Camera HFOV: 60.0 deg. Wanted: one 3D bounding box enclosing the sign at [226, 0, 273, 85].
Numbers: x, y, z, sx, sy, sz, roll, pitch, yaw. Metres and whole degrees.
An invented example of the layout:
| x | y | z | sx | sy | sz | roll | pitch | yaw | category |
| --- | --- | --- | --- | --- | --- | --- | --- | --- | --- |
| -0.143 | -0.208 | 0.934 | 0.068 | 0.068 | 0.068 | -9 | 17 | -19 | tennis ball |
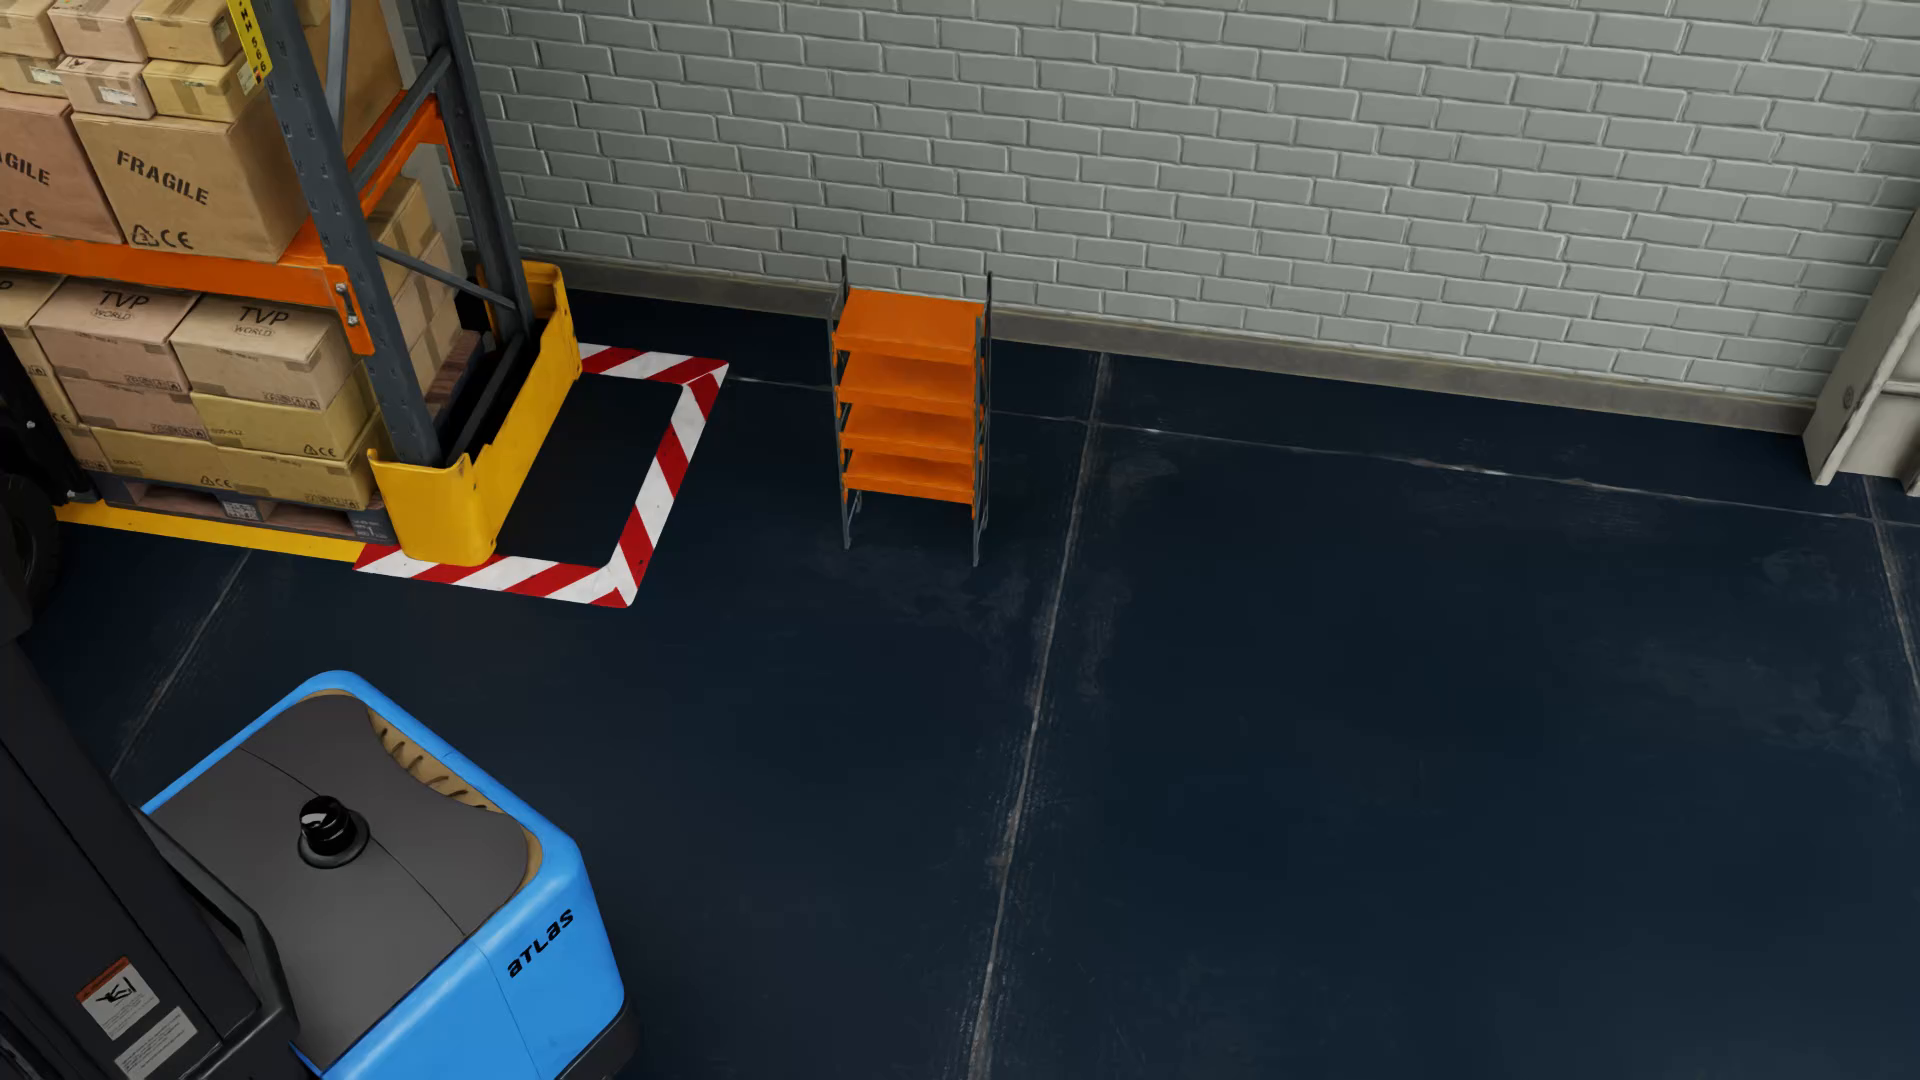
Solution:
| x | y | z | sx | sy | sz | roll | pitch | yaw | category |
| --- | --- | --- | --- | --- | --- | --- | --- | --- | --- |
| -1.959 | -1.419 | 4.571 | 0.005 | 0.325 | 0.100 | 8 | 49 | 7 | sign |

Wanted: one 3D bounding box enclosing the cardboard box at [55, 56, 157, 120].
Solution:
| x | y | z | sx | sy | sz | roll | pitch | yaw | category |
| --- | --- | --- | --- | --- | --- | --- | --- | --- | --- |
| -2.497 | -1.451 | 5.034 | 0.250 | 0.149 | 0.380 | 8 | 49 | 7 | cardboard box |

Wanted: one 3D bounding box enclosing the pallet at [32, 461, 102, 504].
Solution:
| x | y | z | sx | sy | sz | roll | pitch | yaw | category |
| --- | --- | --- | --- | --- | --- | --- | --- | --- | --- |
| -3.806 | -0.650 | 6.692 | 1.213 | 0.211 | 1.003 | 8 | 49 | 7 | pallet |

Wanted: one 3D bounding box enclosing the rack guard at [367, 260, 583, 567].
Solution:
| x | y | z | sx | sy | sz | roll | pitch | yaw | category |
| --- | --- | --- | --- | --- | --- | --- | --- | --- | --- |
| -1.825 | -0.510 | 6.372 | 0.348 | 0.500 | 1.175 | 8 | 49 | 7 | rack guard |

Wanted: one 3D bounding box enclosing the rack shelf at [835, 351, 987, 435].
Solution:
| x | y | z | sx | sy | sz | roll | pitch | yaw | category |
| --- | --- | --- | --- | --- | --- | --- | --- | --- | --- |
| -0.163 | -0.527 | 5.707 | 0.480 | 0.148 | 0.258 | 8 | 49 | 7 | rack shelf |

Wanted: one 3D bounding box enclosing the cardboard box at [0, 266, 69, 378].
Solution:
| x | y | z | sx | sy | sz | roll | pitch | yaw | category |
| --- | --- | --- | --- | --- | --- | --- | --- | --- | --- |
| -3.360 | -0.859 | 5.899 | 0.500 | 0.250 | 0.500 | 8 | 49 | 7 | cardboard box |

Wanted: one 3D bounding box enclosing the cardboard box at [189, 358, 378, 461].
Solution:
| x | y | z | sx | sy | sz | roll | pitch | yaw | category |
| --- | --- | --- | --- | --- | --- | --- | --- | --- | --- |
| -2.384 | -0.572 | 5.978 | 0.500 | 0.250 | 0.500 | 7 | 48 | 6 | cardboard box |

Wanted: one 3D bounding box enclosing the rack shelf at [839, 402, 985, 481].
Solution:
| x | y | z | sx | sy | sz | roll | pitch | yaw | category |
| --- | --- | --- | --- | --- | --- | --- | --- | --- | --- |
| -0.163 | -0.378 | 5.873 | 0.480 | 0.148 | 0.258 | 8 | 49 | 7 | rack shelf |

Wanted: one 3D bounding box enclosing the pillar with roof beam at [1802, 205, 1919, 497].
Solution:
| x | y | z | sx | sy | sz | roll | pitch | yaw | category |
| --- | --- | --- | --- | --- | --- | --- | --- | --- | --- |
| 2.765 | -0.160 | 0.344 | 0.400 | 9.000 | 9.100 | 8 | 49 | 7 | pillar with roof beam |

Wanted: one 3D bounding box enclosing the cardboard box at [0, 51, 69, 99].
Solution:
| x | y | z | sx | sy | sz | roll | pitch | yaw | category |
| --- | --- | --- | --- | --- | --- | --- | --- | --- | --- |
| -2.741 | -1.531 | 5.105 | 0.250 | 0.149 | 0.380 | 8 | 49 | 8 | cardboard box |

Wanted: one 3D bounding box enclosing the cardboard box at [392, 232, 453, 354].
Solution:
| x | y | z | sx | sy | sz | roll | pitch | yaw | category |
| --- | --- | --- | --- | --- | --- | --- | --- | --- | --- |
| -2.275 | -0.951 | 6.318 | 0.500 | 0.250 | 0.500 | 8 | 49 | 8 | cardboard box |

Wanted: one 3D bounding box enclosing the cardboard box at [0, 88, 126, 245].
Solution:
| x | y | z | sx | sy | sz | roll | pitch | yaw | category |
| --- | --- | --- | --- | --- | --- | --- | --- | --- | --- |
| -2.889 | -1.330 | 5.361 | 0.500 | 0.500 | 0.500 | 9 | 49 | 8 | cardboard box |

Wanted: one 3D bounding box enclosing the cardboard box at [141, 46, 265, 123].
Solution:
| x | y | z | sx | sy | sz | roll | pitch | yaw | category |
| --- | --- | --- | --- | --- | --- | --- | --- | --- | --- |
| -2.240 | -1.439 | 5.023 | 0.250 | 0.149 | 0.380 | 8 | 49 | 7 | cardboard box |

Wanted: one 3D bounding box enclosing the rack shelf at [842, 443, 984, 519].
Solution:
| x | y | z | sx | sy | sz | roll | pitch | yaw | category |
| --- | --- | --- | --- | --- | --- | --- | --- | --- | --- |
| -0.163 | -0.245 | 6.021 | 0.480 | 0.148 | 0.258 | 8 | 49 | 7 | rack shelf |

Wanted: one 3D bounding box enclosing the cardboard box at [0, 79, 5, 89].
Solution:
| x | y | z | sx | sy | sz | roll | pitch | yaw | category |
| --- | --- | --- | --- | --- | --- | --- | --- | --- | --- |
| -2.983 | -1.572 | 5.142 | 0.250 | 0.149 | 0.380 | 7 | 48 | 7 | cardboard box |

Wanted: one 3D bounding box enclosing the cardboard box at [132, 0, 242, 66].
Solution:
| x | y | z | sx | sy | sz | roll | pitch | yaw | category |
| --- | --- | --- | --- | --- | --- | --- | --- | --- | --- |
| -2.239 | -1.591 | 4.960 | 0.250 | 0.149 | 0.380 | 8 | 49 | 7 | cardboard box |

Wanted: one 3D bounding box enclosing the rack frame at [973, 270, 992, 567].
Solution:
| x | y | z | sx | sy | sz | roll | pitch | yaw | category |
| --- | --- | --- | --- | --- | --- | --- | --- | --- | --- |
| 0.077 | -0.391 | 5.794 | 0.015 | 1.200 | 0.240 | 8 | 49 | 7 | rack frame |

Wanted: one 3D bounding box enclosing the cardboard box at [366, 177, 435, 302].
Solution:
| x | y | z | sx | sy | sz | roll | pitch | yaw | category |
| --- | --- | --- | --- | --- | --- | --- | --- | --- | --- |
| -2.288 | -1.106 | 6.121 | 0.500 | 0.250 | 0.500 | 7 | 48 | 6 | cardboard box |

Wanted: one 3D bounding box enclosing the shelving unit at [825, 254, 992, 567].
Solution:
| x | y | z | sx | sy | sz | roll | pitch | yaw | category |
| --- | --- | --- | --- | --- | --- | --- | --- | --- | --- |
| -0.163 | -0.423 | 5.823 | 0.503 | 1.200 | 0.258 | 8 | 49 | 7 | shelving unit |

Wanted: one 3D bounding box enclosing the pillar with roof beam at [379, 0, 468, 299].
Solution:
| x | y | z | sx | sy | sz | roll | pitch | yaw | category |
| --- | --- | --- | --- | --- | --- | --- | --- | --- | --- |
| -3.140 | -0.954 | 1.058 | 0.400 | 9.000 | 9.100 | 8 | 49 | 7 | pillar with roof beam |

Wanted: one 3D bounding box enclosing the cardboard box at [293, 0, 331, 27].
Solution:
| x | y | z | sx | sy | sz | roll | pitch | yaw | category |
| --- | --- | --- | --- | --- | --- | --- | --- | --- | --- |
| -2.137 | -1.833 | 5.377 | 0.250 | 0.149 | 0.380 | 7 | 48 | 6 | cardboard box |

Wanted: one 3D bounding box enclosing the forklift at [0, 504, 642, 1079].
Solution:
| x | y | z | sx | sy | sz | roll | pitch | yaw | category |
| --- | --- | --- | --- | --- | --- | --- | --- | --- | --- |
| -2.229 | 1.152 | 3.245 | 1.130 | 2.935 | 3.031 | 30 | 55 | 24 | forklift |

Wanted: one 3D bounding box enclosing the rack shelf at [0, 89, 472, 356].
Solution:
| x | y | z | sx | sy | sz | roll | pitch | yaw | category |
| --- | --- | --- | --- | --- | --- | --- | --- | --- | --- |
| -3.817 | -1.372 | 5.950 | 4.000 | 0.370 | 1.077 | 8 | 49 | 7 | rack shelf |

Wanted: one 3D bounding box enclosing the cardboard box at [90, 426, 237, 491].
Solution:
| x | y | z | sx | sy | sz | roll | pitch | yaw | category |
| --- | --- | --- | --- | --- | --- | --- | --- | --- | --- |
| -2.855 | -0.473 | 6.225 | 0.500 | 0.250 | 0.500 | 8 | 49 | 7 | cardboard box |

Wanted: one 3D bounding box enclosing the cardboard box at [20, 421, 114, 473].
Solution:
| x | y | z | sx | sy | sz | roll | pitch | yaw | category |
| --- | --- | --- | --- | --- | --- | --- | --- | --- | --- |
| -3.346 | -0.546 | 6.290 | 0.500 | 0.250 | 0.500 | 8 | 49 | 7 | cardboard box |

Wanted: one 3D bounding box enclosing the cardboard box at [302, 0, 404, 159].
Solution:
| x | y | z | sx | sy | sz | roll | pitch | yaw | category |
| --- | --- | --- | --- | --- | --- | --- | --- | --- | --- |
| -2.287 | -1.651 | 5.649 | 0.500 | 0.500 | 0.500 | 9 | 49 | 8 | cardboard box |

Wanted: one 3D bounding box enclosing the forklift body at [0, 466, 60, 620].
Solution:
| x | y | z | sx | sy | sz | roll | pitch | yaw | category |
| --- | --- | --- | --- | --- | --- | --- | --- | --- | --- |
| -4.040 | 0.020 | 4.786 | 1.214 | 2.155 | 2.313 | 8 | 49 | 7 | forklift body |

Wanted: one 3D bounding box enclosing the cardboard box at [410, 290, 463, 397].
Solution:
| x | y | z | sx | sy | sz | roll | pitch | yaw | category |
| --- | --- | --- | --- | --- | --- | --- | --- | --- | --- |
| -2.298 | -0.778 | 6.499 | 0.500 | 0.250 | 0.500 | 8 | 49 | 7 | cardboard box |

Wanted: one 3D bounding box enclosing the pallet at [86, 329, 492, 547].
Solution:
| x | y | z | sx | sy | sz | roll | pitch | yaw | category |
| --- | --- | --- | --- | --- | --- | --- | --- | --- | --- |
| -2.609 | -0.487 | 6.546 | 1.213 | 0.211 | 1.003 | 8 | 49 | 7 | pallet |

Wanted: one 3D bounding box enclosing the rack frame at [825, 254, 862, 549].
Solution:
| x | y | z | sx | sy | sz | roll | pitch | yaw | category |
| --- | --- | --- | --- | --- | --- | --- | --- | --- | --- |
| -0.403 | -0.455 | 5.852 | 0.015 | 1.200 | 0.240 | 8 | 49 | 7 | rack frame |

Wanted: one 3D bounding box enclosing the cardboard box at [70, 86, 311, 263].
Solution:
| x | y | z | sx | sy | sz | roll | pitch | yaw | category |
| --- | --- | --- | --- | --- | --- | --- | --- | --- | --- |
| -2.380 | -1.255 | 5.294 | 0.500 | 0.500 | 0.500 | 7 | 48 | 6 | cardboard box |

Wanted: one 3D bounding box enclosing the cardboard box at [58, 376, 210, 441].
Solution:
| x | y | z | sx | sy | sz | roll | pitch | yaw | category |
| --- | --- | --- | --- | --- | --- | --- | --- | --- | --- |
| -2.875 | -0.647 | 6.045 | 0.500 | 0.250 | 0.500 | 7 | 48 | 6 | cardboard box |

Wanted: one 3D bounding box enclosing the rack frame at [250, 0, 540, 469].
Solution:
| x | y | z | sx | sy | sz | roll | pitch | yaw | category |
| --- | --- | --- | --- | --- | --- | --- | --- | --- | --- |
| -1.849 | -1.348 | 5.445 | 0.127 | 3.000 | 1.000 | 8 | 49 | 7 | rack frame |

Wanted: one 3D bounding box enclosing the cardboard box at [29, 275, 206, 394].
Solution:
| x | y | z | sx | sy | sz | roll | pitch | yaw | category |
| --- | --- | --- | --- | --- | --- | --- | --- | --- | --- |
| -2.861 | -0.800 | 5.846 | 0.500 | 0.250 | 0.500 | 8 | 49 | 8 | cardboard box |

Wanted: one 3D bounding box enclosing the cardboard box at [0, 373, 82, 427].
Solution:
| x | y | z | sx | sy | sz | roll | pitch | yaw | category |
| --- | --- | --- | --- | --- | --- | --- | --- | --- | --- |
| -3.387 | -0.700 | 6.092 | 0.500 | 0.250 | 0.500 | 7 | 48 | 6 | cardboard box |

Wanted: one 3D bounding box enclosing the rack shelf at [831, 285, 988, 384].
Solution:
| x | y | z | sx | sy | sz | roll | pitch | yaw | category |
| --- | --- | --- | --- | --- | --- | --- | --- | --- | --- |
| -0.163 | -0.686 | 5.531 | 0.480 | 0.148 | 0.258 | 8 | 49 | 7 | rack shelf |

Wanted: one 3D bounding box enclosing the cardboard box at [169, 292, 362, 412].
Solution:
| x | y | z | sx | sy | sz | roll | pitch | yaw | category |
| --- | --- | --- | --- | --- | --- | --- | --- | --- | --- |
| -2.358 | -0.737 | 5.789 | 0.500 | 0.250 | 0.500 | 9 | 49 | 8 | cardboard box |

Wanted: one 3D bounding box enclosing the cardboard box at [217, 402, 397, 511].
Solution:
| x | y | z | sx | sy | sz | roll | pitch | yaw | category |
| --- | --- | --- | --- | --- | --- | --- | --- | --- | --- |
| -2.368 | -0.401 | 6.160 | 0.500 | 0.250 | 0.500 | 8 | 49 | 7 | cardboard box |

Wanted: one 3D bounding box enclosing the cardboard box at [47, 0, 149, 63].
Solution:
| x | y | z | sx | sy | sz | roll | pitch | yaw | category |
| --- | --- | --- | --- | --- | --- | --- | --- | --- | --- |
| -2.487 | -1.601 | 4.969 | 0.250 | 0.149 | 0.380 | 8 | 49 | 7 | cardboard box |

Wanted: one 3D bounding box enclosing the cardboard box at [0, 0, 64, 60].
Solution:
| x | y | z | sx | sy | sz | roll | pitch | yaw | category |
| --- | --- | --- | --- | --- | --- | --- | --- | --- | --- |
| -2.750 | -1.616 | 4.982 | 0.250 | 0.149 | 0.380 | 9 | 49 | 8 | cardboard box |
